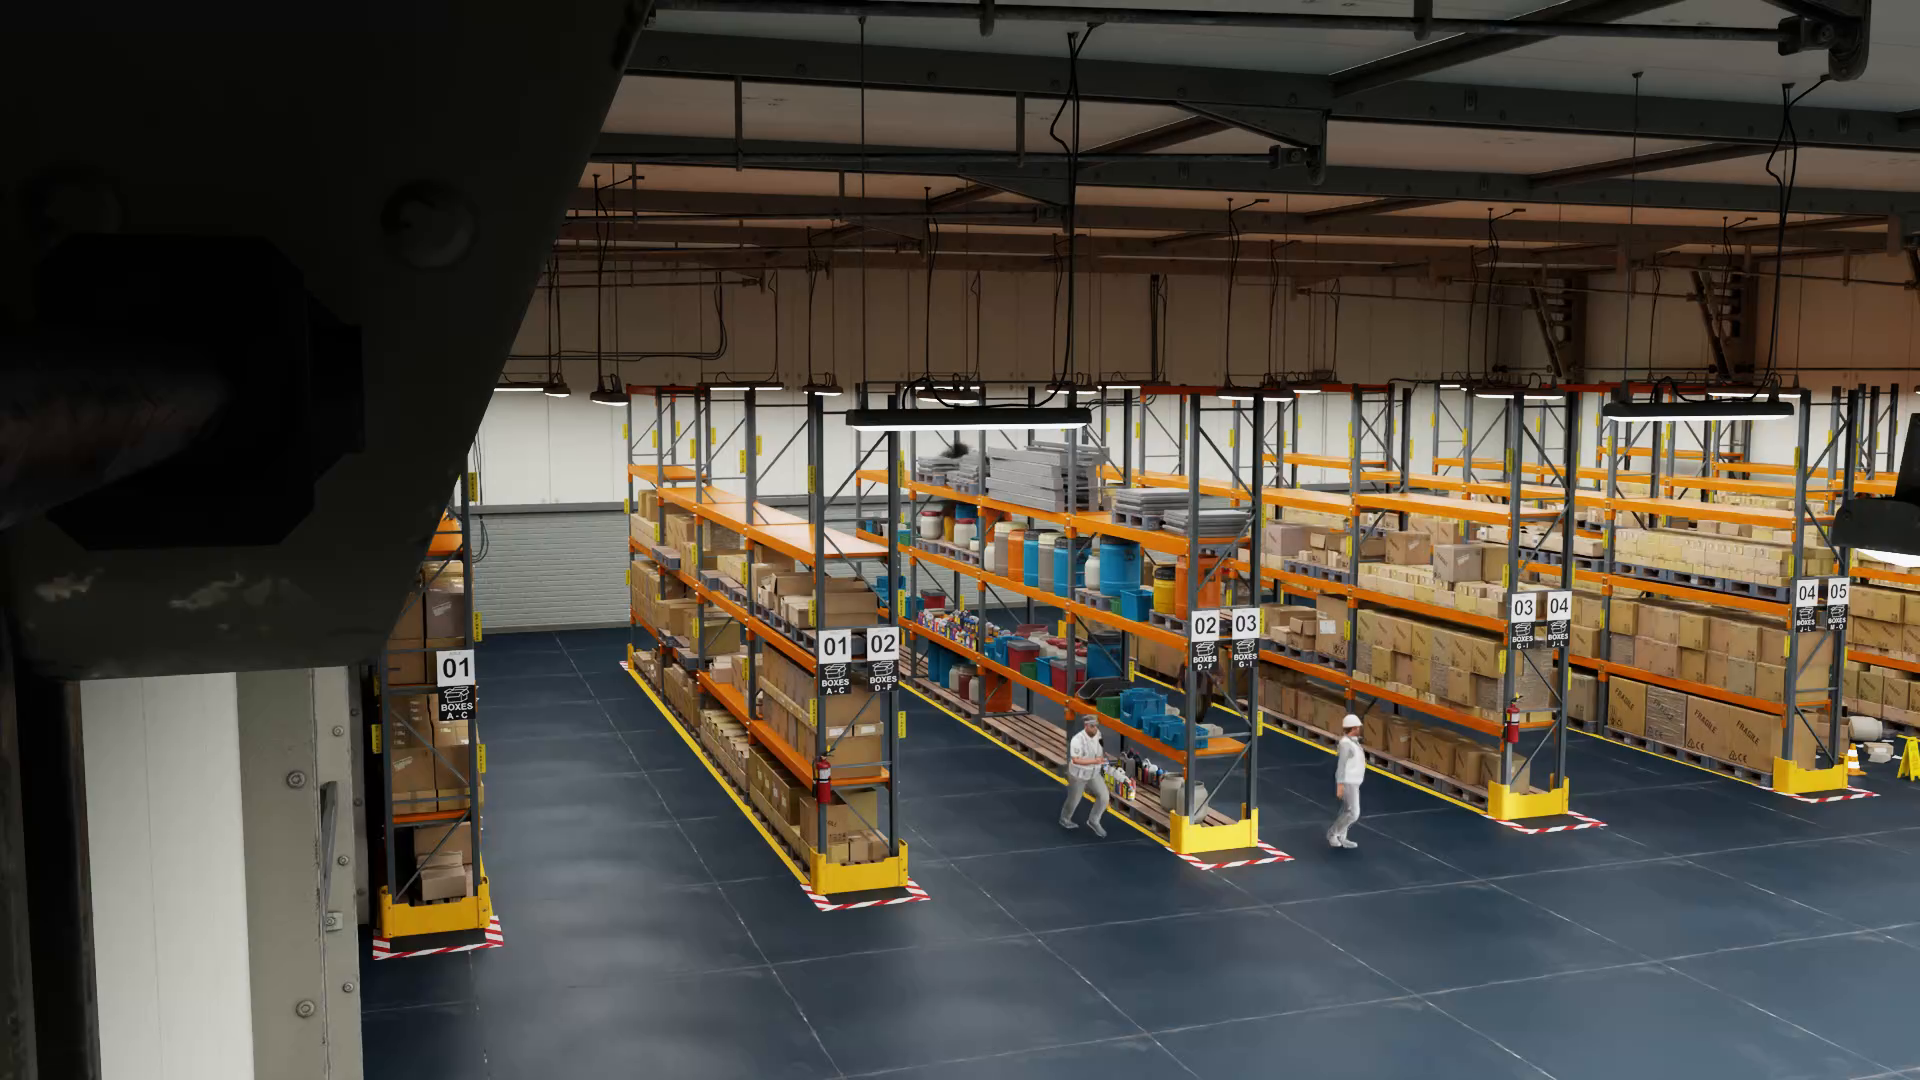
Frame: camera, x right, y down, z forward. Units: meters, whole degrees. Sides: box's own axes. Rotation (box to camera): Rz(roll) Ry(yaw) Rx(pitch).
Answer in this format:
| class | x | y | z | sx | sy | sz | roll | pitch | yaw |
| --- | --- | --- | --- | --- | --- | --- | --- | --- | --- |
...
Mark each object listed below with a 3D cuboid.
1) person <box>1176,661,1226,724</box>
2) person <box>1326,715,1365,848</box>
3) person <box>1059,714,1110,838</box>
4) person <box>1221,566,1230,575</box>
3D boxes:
| class | x | y | z | sx | sy | sz | roll | pitch | yaw |
| --- | --- | --- | --- | --- | --- | --- | --- | --- | --- |
| person | 4.105 | 2.580 | 28.245 | 0.717 | 1.648 | 1.024 | -2 | 6 | -15 |
| person | 5.086 | 3.182 | 21.921 | 0.453 | 1.765 | 0.614 | 2 | 6 | 22 |
| person | 1.689 | 3.164 | 22.456 | 0.610 | 1.729 | 0.969 | -4 | 7 | -31 |
| person | 6.434 | 1.322 | 40.545 | 0.680 | 1.752 | 0.713 | 5 | 8 | 42 |
